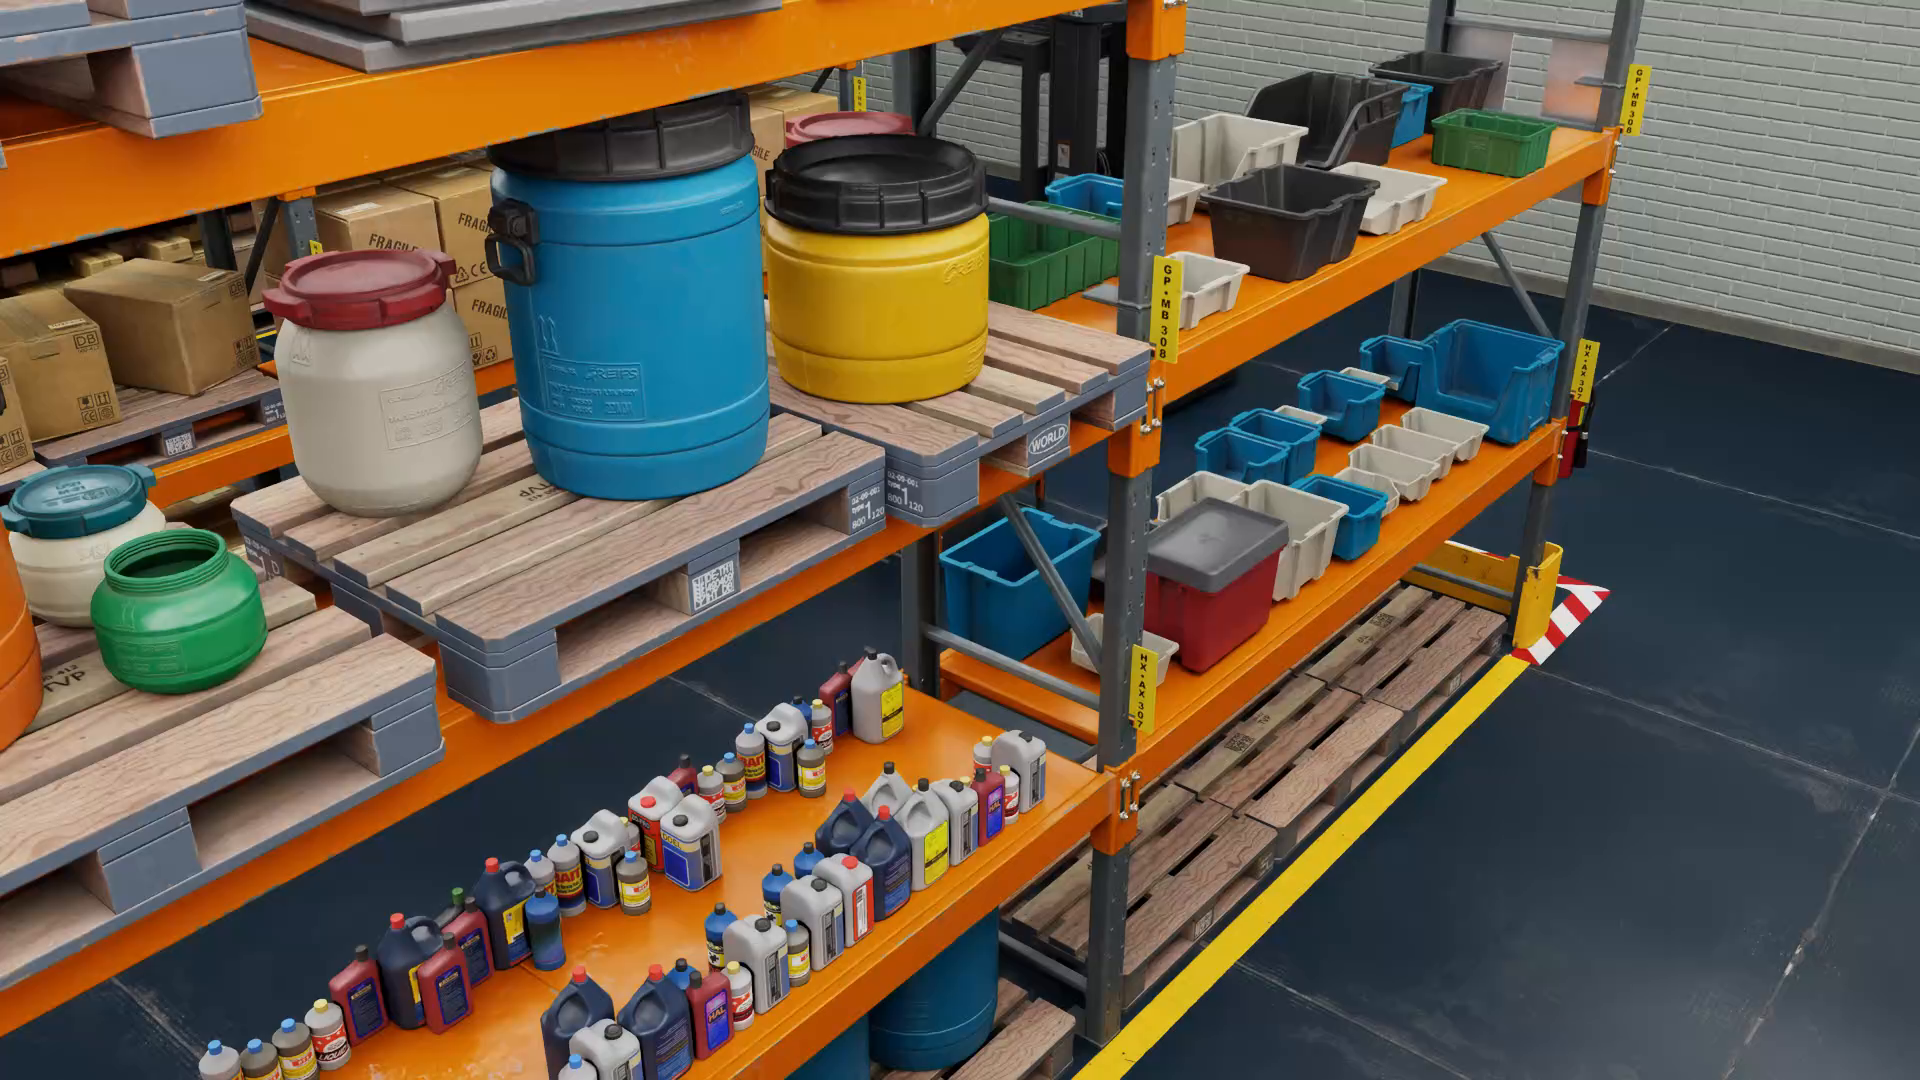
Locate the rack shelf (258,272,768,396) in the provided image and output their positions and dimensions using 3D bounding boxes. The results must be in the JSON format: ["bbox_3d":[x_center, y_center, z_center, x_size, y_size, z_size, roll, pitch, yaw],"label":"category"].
[{"bbox_3d":[-2.345,-1.364,10.405,1.077,0.370,4.000,21,34,34],"label":"rack shelf"}]

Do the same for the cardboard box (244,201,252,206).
[{"bbox_3d":[-5.821,-2.760,13.879,0.380,0.149,0.250,21,34,35],"label":"cardboard box"}]

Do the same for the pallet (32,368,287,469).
[{"bbox_3d":[-4.209,-0.638,8.427,1.003,0.211,1.213,21,34,34],"label":"pallet"}]

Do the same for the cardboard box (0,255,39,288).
[{"bbox_3d":[-7.132,-2.027,12.461,0.380,0.149,0.250,21,34,34],"label":"cardboard box"}]

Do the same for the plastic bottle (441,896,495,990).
[{"bbox_3d":[-1.437,1.176,4.839,0.061,0.283,0.133,21,34,34],"label":"plastic bottle"}]

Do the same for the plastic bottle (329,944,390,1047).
[{"bbox_3d":[-1.686,1.271,4.655,0.061,0.283,0.133,21,34,34],"label":"plastic bottle"}]

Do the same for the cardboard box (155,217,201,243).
[{"bbox_3d":[-6.307,-2.489,13.354,0.380,0.149,0.250,20,33,34],"label":"cardboard box"}]

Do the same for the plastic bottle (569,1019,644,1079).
[{"bbox_3d":[-0.935,1.397,4.419,0.152,0.276,0.135,21,34,34],"label":"plastic bottle"}]

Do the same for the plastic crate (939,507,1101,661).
[{"bbox_3d":[0.237,0.190,6.570,0.392,0.384,0.575,21,34,34],"label":"plastic crate"}]

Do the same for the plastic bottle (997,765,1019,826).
[{"bbox_3d":[0.149,0.846,5.566,0.097,0.201,0.097,0,27,0],"label":"plastic bottle"}]

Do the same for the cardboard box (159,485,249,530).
[{"bbox_3d":[-4.113,0.041,9.148,0.500,0.500,0.500,19,33,32],"label":"cardboard box"}]

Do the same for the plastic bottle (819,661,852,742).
[{"bbox_3d":[-0.444,0.579,5.993,0.061,0.283,0.133,21,34,34],"label":"plastic bottle"}]

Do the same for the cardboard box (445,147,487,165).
[{"bbox_3d":[-2.851,-2.079,9.807,0.500,0.500,0.500,21,34,35],"label":"cardboard box"}]

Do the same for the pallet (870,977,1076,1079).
[{"bbox_3d":[-0.320,1.975,6.203,1.003,0.211,1.213,21,34,34],"label":"pallet"}]

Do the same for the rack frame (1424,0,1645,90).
[{"bbox_3d":[2.747,-3.608,7.431,1.000,3.000,0.127,21,34,34],"label":"rack frame"}]

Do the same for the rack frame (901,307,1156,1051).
[{"bbox_3d":[0.203,0.475,6.068,1.000,3.000,0.127,21,34,34],"label":"rack frame"}]

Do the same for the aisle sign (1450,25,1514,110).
[{"bbox_3d":[2.564,-2.210,8.429,0.394,0.787,0.004,21,34,34],"label":"aisle sign"}]

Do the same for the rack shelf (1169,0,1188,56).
[{"bbox_3d":[1.475,-2.402,6.317,1.077,0.370,4.000,21,34,34],"label":"rack shelf"}]

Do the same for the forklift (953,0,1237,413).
[{"bbox_3d":[0.635,-2.761,12.396,3.031,2.935,1.130,22,35,36],"label":"forklift"}]

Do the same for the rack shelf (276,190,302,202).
[{"bbox_3d":[-4.889,-1.278,6.974,1.077,0.370,4.000,21,34,34],"label":"rack shelf"}]

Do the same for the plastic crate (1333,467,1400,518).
[{"bbox_3d":[1.840,-0.196,7.586,0.298,0.136,0.250,21,34,34],"label":"plastic crate"}]

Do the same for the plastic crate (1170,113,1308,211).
[{"bbox_3d":[1.099,-1.528,6.803,0.437,0.282,0.530,21,34,34],"label":"plastic crate"}]

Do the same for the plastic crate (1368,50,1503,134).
[{"bbox_3d":[2.287,-2.163,8.044,0.497,0.269,0.590,21,34,34],"label":"plastic crate"}]

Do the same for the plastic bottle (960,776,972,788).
[{"bbox_3d":[0.017,0.876,5.509,0.097,0.201,0.097,0,27,0],"label":"plastic bottle"}]

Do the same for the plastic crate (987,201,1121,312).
[{"bbox_3d":[0.239,-1.002,5.888,0.450,0.188,0.662,21,34,34],"label":"plastic crate"}]

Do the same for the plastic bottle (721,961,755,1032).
[{"bbox_3d":[-0.637,1.285,4.719,0.097,0.201,0.097,0,27,0],"label":"plastic bottle"}]

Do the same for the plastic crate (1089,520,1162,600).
[{"bbox_3d":[0.708,0.095,7.036,0.437,0.125,0.590,21,34,34],"label":"plastic crate"}]

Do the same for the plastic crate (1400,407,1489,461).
[{"bbox_3d":[2.368,-0.511,8.195,0.396,0.136,0.243,21,34,34],"label":"plastic crate"}]

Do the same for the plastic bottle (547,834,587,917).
[{"bbox_3d":[-1.217,1.028,5.138,0.097,0.271,0.097,0,27,0],"label":"plastic bottle"}]

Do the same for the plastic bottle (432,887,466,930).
[{"bbox_3d":[-1.484,1.159,4.873,0.061,0.283,0.133,21,34,34],"label":"plastic bottle"}]

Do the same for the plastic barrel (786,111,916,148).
[{"bbox_3d":[-0.325,-0.991,5.032,0.433,0.535,0.433,0,27,0],"label":"plastic barrel"}]

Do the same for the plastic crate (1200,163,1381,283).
[{"bbox_3d":[1.205,-1.160,6.105,0.497,0.269,0.590,21,34,34],"label":"plastic crate"}]

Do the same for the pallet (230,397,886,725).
[{"bbox_3d":[-0.939,-0.064,4.051,1.003,0.211,1.213,21,34,34],"label":"pallet"}]

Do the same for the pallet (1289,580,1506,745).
[{"bbox_3d":[2.193,0.576,8.907,1.003,0.211,1.213,21,34,34],"label":"pallet"}]

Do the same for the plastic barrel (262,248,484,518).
[{"bbox_3d":[-1.330,-0.359,3.810,0.433,0.535,0.433,0,27,0],"label":"plastic barrel"}]

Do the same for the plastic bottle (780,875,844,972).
[{"bbox_3d":[-0.437,1.120,4.955,0.152,0.276,0.135,21,34,34],"label":"plastic bottle"}]

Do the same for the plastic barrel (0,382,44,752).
[{"bbox_3d":[-1.978,-0.017,2.829,0.600,0.830,0.708,21,34,34],"label":"plastic barrel"}]

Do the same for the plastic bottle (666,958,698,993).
[{"bbox_3d":[-0.769,1.283,4.646,0.097,0.271,0.097,0,27,0],"label":"plastic bottle"}]

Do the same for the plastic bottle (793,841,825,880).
[{"bbox_3d":[-0.460,1.045,5.106,0.097,0.271,0.097,0,27,0],"label":"plastic bottle"}]

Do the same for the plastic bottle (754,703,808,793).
[{"bbox_3d":[-0.618,0.712,5.744,0.152,0.276,0.135,21,34,34],"label":"plastic bottle"}]

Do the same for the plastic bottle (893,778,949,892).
[{"bbox_3d":[-0.129,0.918,5.264,0.144,0.351,0.185,21,34,34],"label":"plastic bottle"}]

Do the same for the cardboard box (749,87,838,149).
[{"bbox_3d":[-1.144,-2.643,10.897,0.500,0.500,0.500,20,34,34],"label":"cardboard box"}]

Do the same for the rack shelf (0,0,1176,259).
[{"bbox_3d":[-1.069,-0.984,3.576,1.077,0.370,4.000,21,34,34],"label":"rack shelf"}]

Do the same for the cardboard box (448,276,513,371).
[{"bbox_3d":[-2.759,-1.302,9.394,0.500,0.500,0.500,21,34,35],"label":"cardboard box"}]

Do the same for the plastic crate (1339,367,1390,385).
[{"bbox_3d":[2.068,-0.772,8.700,0.250,0.136,0.298,21,34,34],"label":"plastic crate"}]

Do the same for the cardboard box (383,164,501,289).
[{"bbox_3d":[-2.772,-1.731,9.134,0.500,0.500,0.500,20,33,33],"label":"cardboard box"}]

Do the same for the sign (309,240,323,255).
[{"bbox_3d":[-3.186,-1.328,8.292,0.100,0.325,0.005,21,34,34],"label":"sign"}]

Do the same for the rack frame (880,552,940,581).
[{"bbox_3d":[-0.319,-0.322,9.648,0.500,1.125,0.032,21,34,34],"label":"rack frame"}]

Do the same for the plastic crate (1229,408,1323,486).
[{"bbox_3d":[1.499,-0.438,7.948,0.416,0.233,0.300,21,34,34],"label":"plastic crate"}]

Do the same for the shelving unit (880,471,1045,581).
[{"bbox_3d":[0.004,-0.502,9.996,0.538,1.125,1.048,21,34,34],"label":"shelving unit"}]

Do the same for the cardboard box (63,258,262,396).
[{"bbox_3d":[-4.091,-1.103,8.551,0.700,0.500,0.500,9,29,18],"label":"cardboard box"}]

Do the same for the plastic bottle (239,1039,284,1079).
[{"bbox_3d":[-1.869,1.423,4.451,0.097,0.201,0.097,0,27,0],"label":"plastic bottle"}]

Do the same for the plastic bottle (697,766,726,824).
[{"bbox_3d":[-0.837,0.848,5.563,0.097,0.201,0.097,0,27,0],"label":"plastic bottle"}]

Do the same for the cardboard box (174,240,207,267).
[{"bbox_3d":[-6.237,-2.091,13.290,0.700,0.500,0.500,22,34,36],"label":"cardboard box"}]

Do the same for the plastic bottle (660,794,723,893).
[{"bbox_3d":[-0.857,0.955,5.274,0.152,0.276,0.135,21,34,34],"label":"plastic bottle"}]

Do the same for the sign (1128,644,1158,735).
[{"bbox_3d":[0.626,0.513,5.692,0.100,0.325,0.005,21,34,34],"label":"sign"}]

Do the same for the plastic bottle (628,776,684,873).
[{"bbox_3d":[-0.974,0.911,5.360,0.152,0.276,0.135,21,34,34],"label":"plastic bottle"}]
